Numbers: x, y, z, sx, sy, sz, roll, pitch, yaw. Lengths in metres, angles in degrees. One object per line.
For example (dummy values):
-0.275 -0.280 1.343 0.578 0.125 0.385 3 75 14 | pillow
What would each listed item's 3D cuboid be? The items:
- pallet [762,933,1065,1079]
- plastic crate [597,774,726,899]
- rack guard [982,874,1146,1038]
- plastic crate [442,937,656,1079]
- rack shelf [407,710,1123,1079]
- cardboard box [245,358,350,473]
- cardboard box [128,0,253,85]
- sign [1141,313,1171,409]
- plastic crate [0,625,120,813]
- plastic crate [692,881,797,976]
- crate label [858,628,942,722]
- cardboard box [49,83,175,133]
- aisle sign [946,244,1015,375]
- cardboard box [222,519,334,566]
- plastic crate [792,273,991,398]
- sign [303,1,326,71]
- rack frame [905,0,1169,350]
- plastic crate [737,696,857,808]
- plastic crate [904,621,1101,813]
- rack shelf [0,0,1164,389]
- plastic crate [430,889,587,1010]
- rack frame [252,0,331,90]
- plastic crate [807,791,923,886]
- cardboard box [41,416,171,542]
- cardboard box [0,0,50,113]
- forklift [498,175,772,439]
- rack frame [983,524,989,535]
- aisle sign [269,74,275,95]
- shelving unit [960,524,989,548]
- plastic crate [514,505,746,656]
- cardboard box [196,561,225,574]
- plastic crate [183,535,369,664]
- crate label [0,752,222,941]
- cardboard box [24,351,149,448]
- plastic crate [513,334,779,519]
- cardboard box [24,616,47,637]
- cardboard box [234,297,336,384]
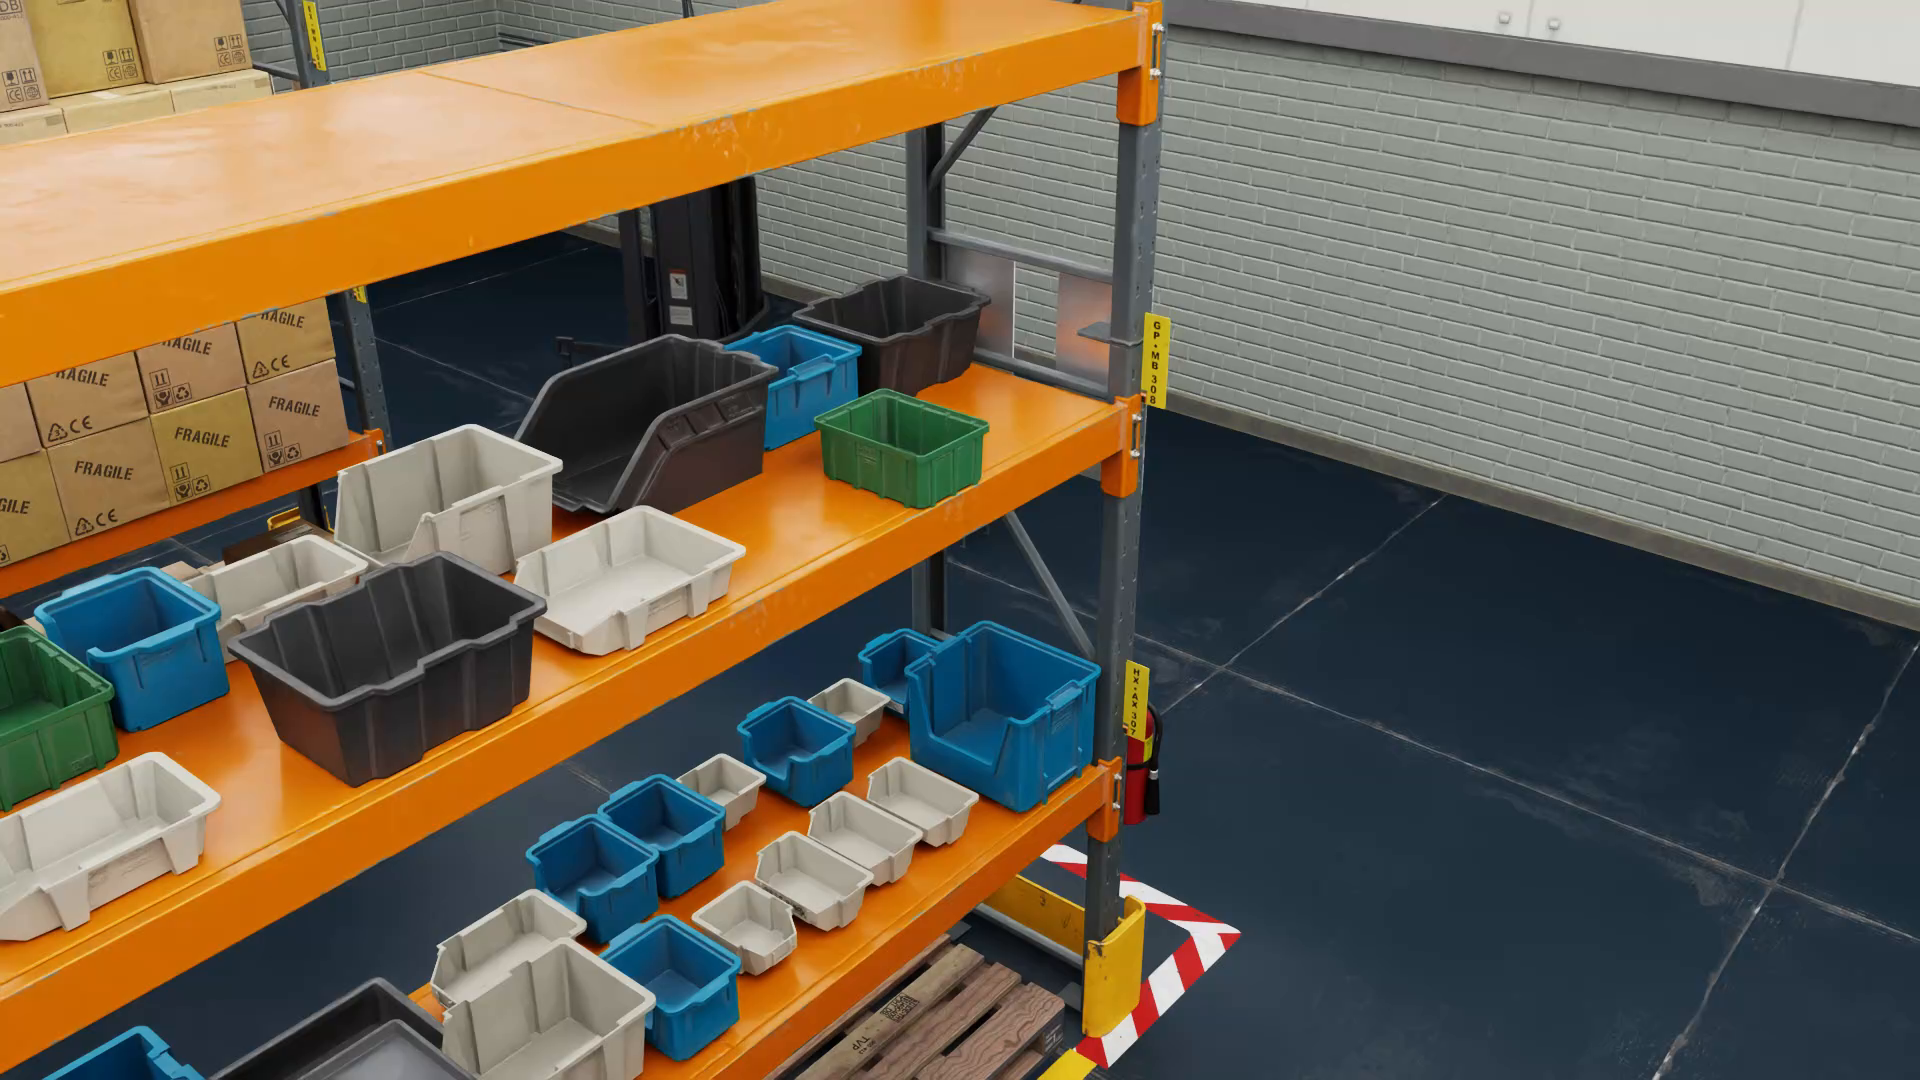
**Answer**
-0.327 2.044 6.701 1.003 0.211 1.213 21 34 34 | pallet
-1.021 1.030 5.742 0.416 0.233 0.300 21 34 34 | plastic crate
0.232 1.623 7.201 1.175 0.500 0.348 21 34 34 | rack guard
-1.204 1.481 4.818 0.437 0.282 0.530 21 34 34 | plastic crate
-1.045 1.553 5.398 1.077 0.370 4.000 21 34 34 | rack shelf
-3.667 -0.730 8.920 0.500 0.500 0.500 22 35 36 | cardboard box
-3.907 -2.558 8.101 0.700 0.500 0.500 21 34 34 | cardboard box
0.662 -0.606 5.638 0.100 0.325 0.005 21 34 34 | sign
-2.281 0.466 3.682 0.450 0.188 0.662 21 34 34 | plastic crate
-0.680 1.272 5.380 0.298 0.136 0.250 21 34 34 | plastic crate
-0.184 0.564 6.645 0.416 0.233 0.303 21 34 34 | crate label
-4.040 -1.978 7.795 0.500 0.250 0.500 21 34 34 | cardboard box
0.044 -0.742 6.223 0.394 0.787 0.004 21 34 34 | aisle sign
-3.748 0.255 9.366 0.500 0.500 0.500 21 34 34 | cardboard box
-0.233 -0.695 5.838 0.497 0.269 0.590 21 34 34 | plastic crate
-3.177 -2.481 8.184 0.100 0.325 0.005 21 34 34 | sign
0.227 -2.140 5.225 1.000 3.000 0.127 21 34 34 | rack frame
-0.603 0.797 6.193 0.416 0.233 0.300 21 34 34 | plastic crate
0.158 0.656 6.246 0.616 0.435 0.499 21 34 34 | plastic crate
-1.045 -0.934 4.111 1.077 0.370 4.000 21 34 34 | rack shelf
-1.441 1.328 5.272 0.293 0.136 0.466 21 34 34 | plastic crate
-3.593 -3.589 8.026 1.000 3.000 0.127 21 34 34 | rack frame
-0.347 1.056 5.798 0.396 0.136 0.243 21 34 34 | plastic crate
-4.316 -0.370 8.224 0.500 0.500 0.500 21 34 35 | cardboard box
-4.526 -2.197 7.403 0.700 0.500 0.500 21 34 34 | cardboard box
-2.081 -1.545 10.678 3.031 2.935 1.130 7 28 13 | forklift
0.112 -0.529 10.761 0.200 1.050 0.008 21 34 34 | rack frame
-3.776 -2.189 9.019 0.394 0.787 0.004 21 34 34 | aisle sign
0.034 -0.485 10.677 0.215 1.050 0.252 21 34 34 | shelving unit
-0.896 0.115 4.418 0.437 0.136 0.530 21 34 34 | plastic crate
-4.283 0.275 9.690 0.380 0.166 0.250 21 34 34 | cardboard box
-1.802 0.166 4.320 0.293 0.136 0.466 21 34 34 | plastic crate
-1.783 0.639 3.405 0.293 0.136 0.466 21 34 34 | crate label
-4.310 -0.810 7.986 0.500 0.500 0.500 22 34 36 | cardboard box
-0.957 -0.319 5.036 0.504 0.338 0.767 21 34 34 | plastic crate
-4.793 0.566 9.037 0.500 0.250 0.500 21 34 34 | cardboard box
-3.664 -1.175 8.691 0.500 0.500 0.500 20 34 34 | cardboard box
